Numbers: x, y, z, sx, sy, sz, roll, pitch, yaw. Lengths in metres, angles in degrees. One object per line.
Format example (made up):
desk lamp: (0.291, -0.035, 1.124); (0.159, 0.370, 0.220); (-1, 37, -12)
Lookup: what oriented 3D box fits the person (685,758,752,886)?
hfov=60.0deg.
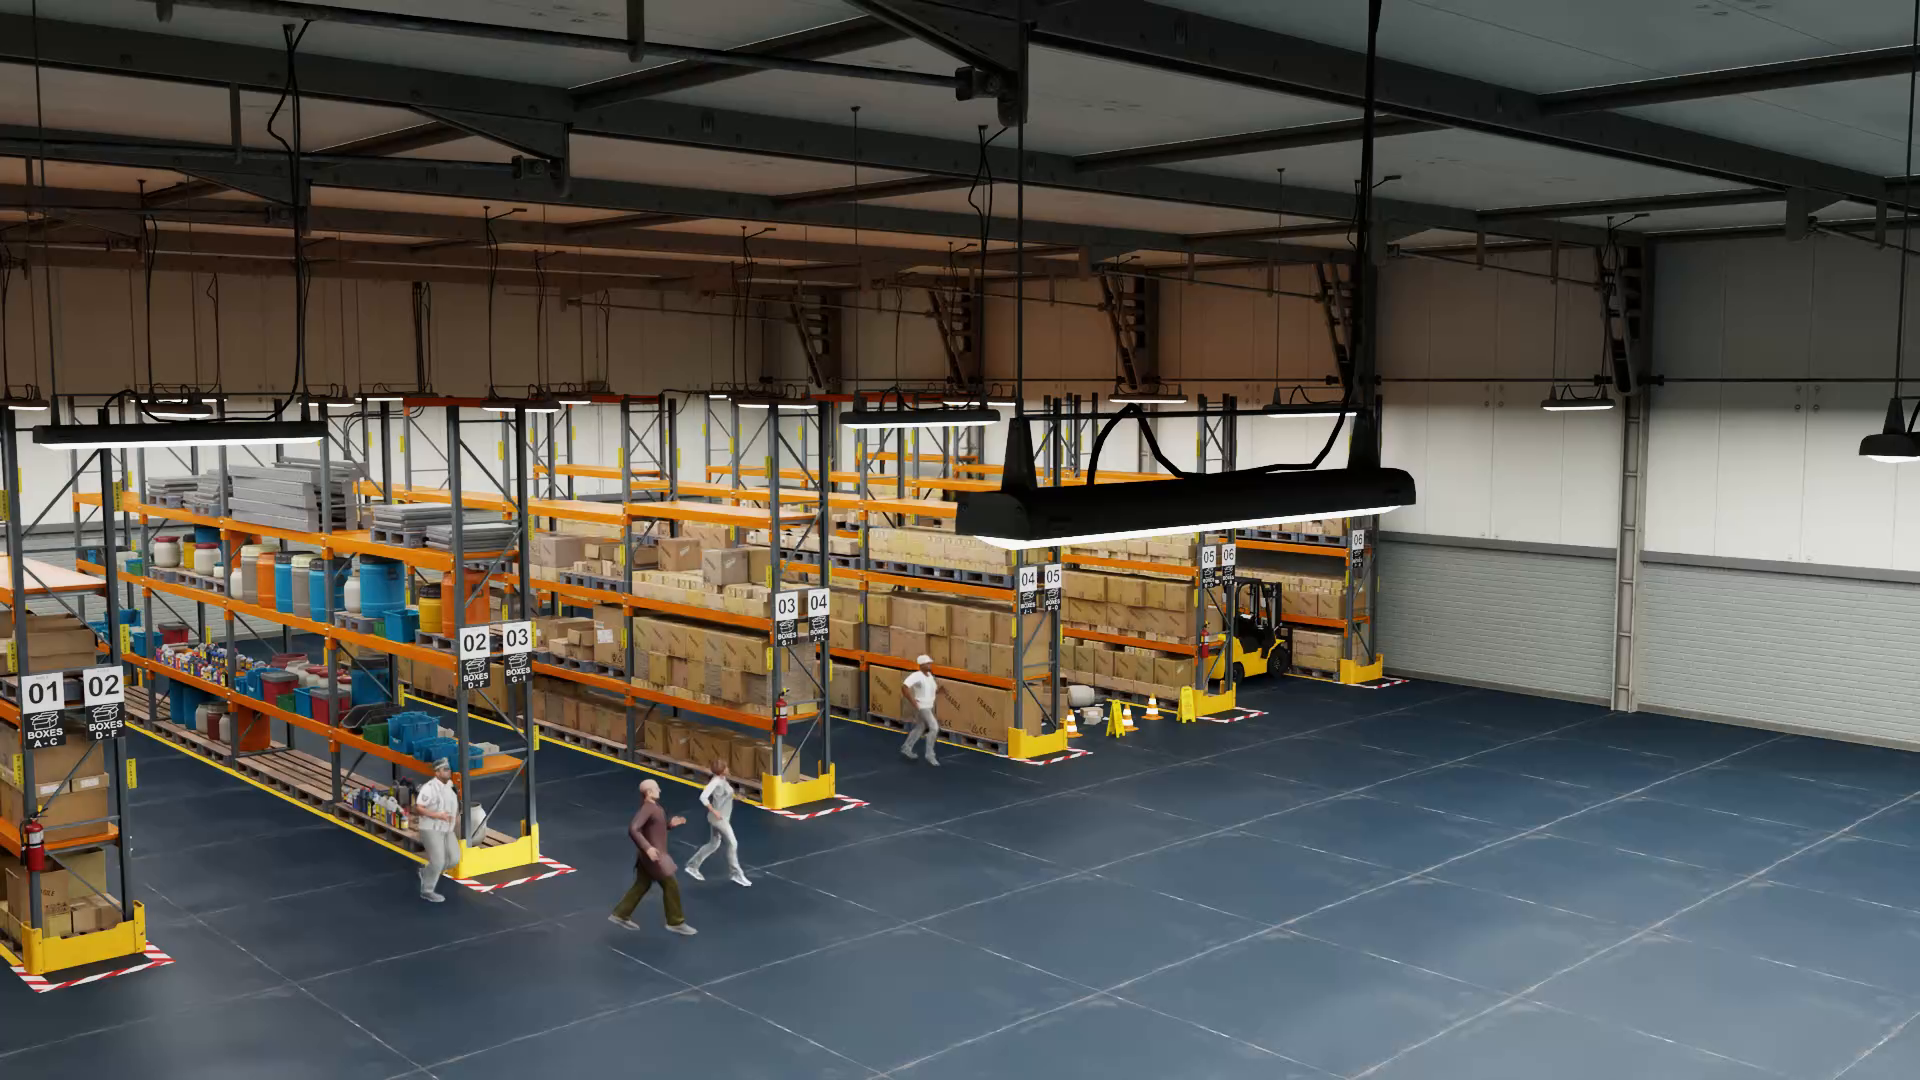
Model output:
person: (-3.025, 3.521, 20.749); (0.830, 1.627, 0.534); (-1, 6, -9)

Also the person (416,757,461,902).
person: (-6.344, 3.512, 20.337); (0.641, 1.733, 0.683); (2, 6, 22)

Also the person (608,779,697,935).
person: (-3.480, 3.609, 18.854); (0.944, 1.800, 0.689); (-2, 6, -18)

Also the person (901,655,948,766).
person: (-0.606, 2.804, 27.468); (0.785, 1.832, 0.674); (2, 6, 16)
